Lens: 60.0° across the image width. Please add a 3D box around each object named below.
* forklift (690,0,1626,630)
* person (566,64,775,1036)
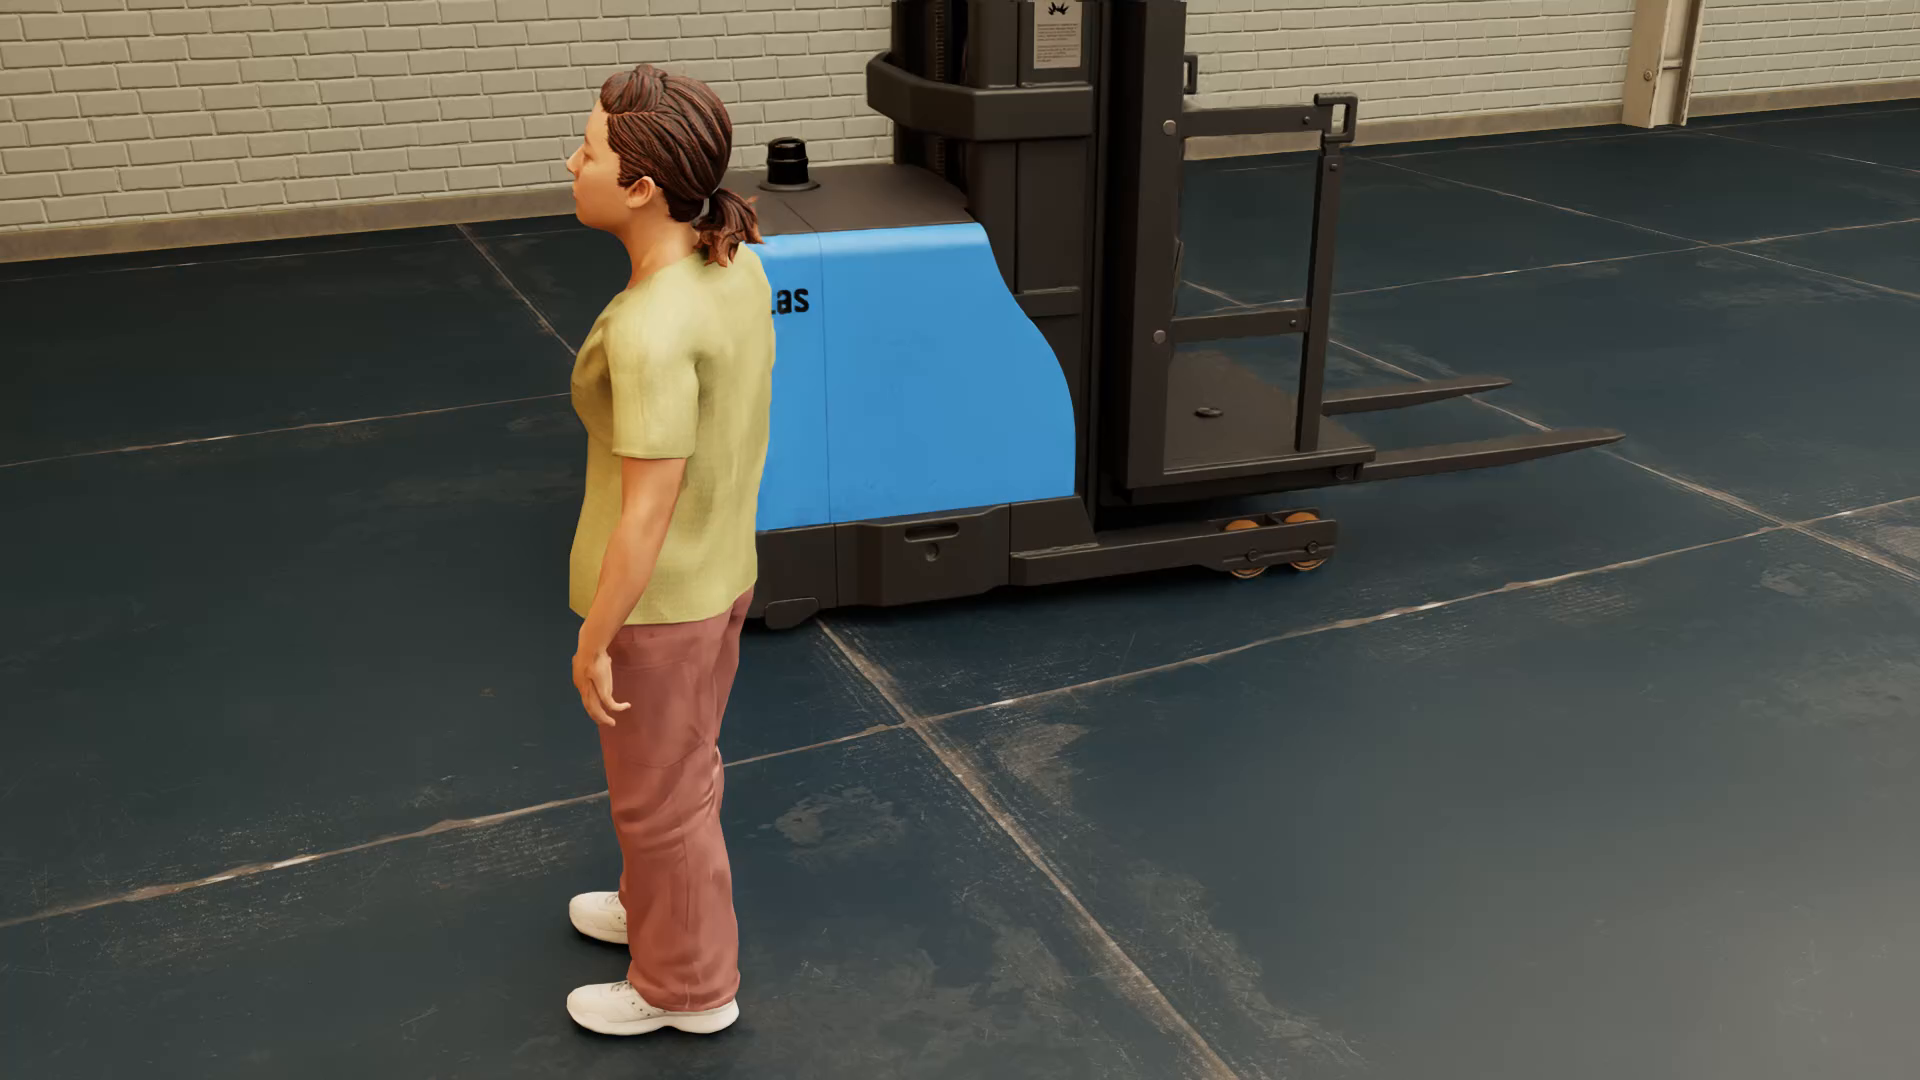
[{"bbox_3d":[0.593,-1.428,4.724,3.031,2.935,1.130,-7,24,-16],"label":"forklift"},{"bbox_3d":[-0.542,0.087,2.697,0.550,1.674,0.551,4,23,11],"label":"person"}]
